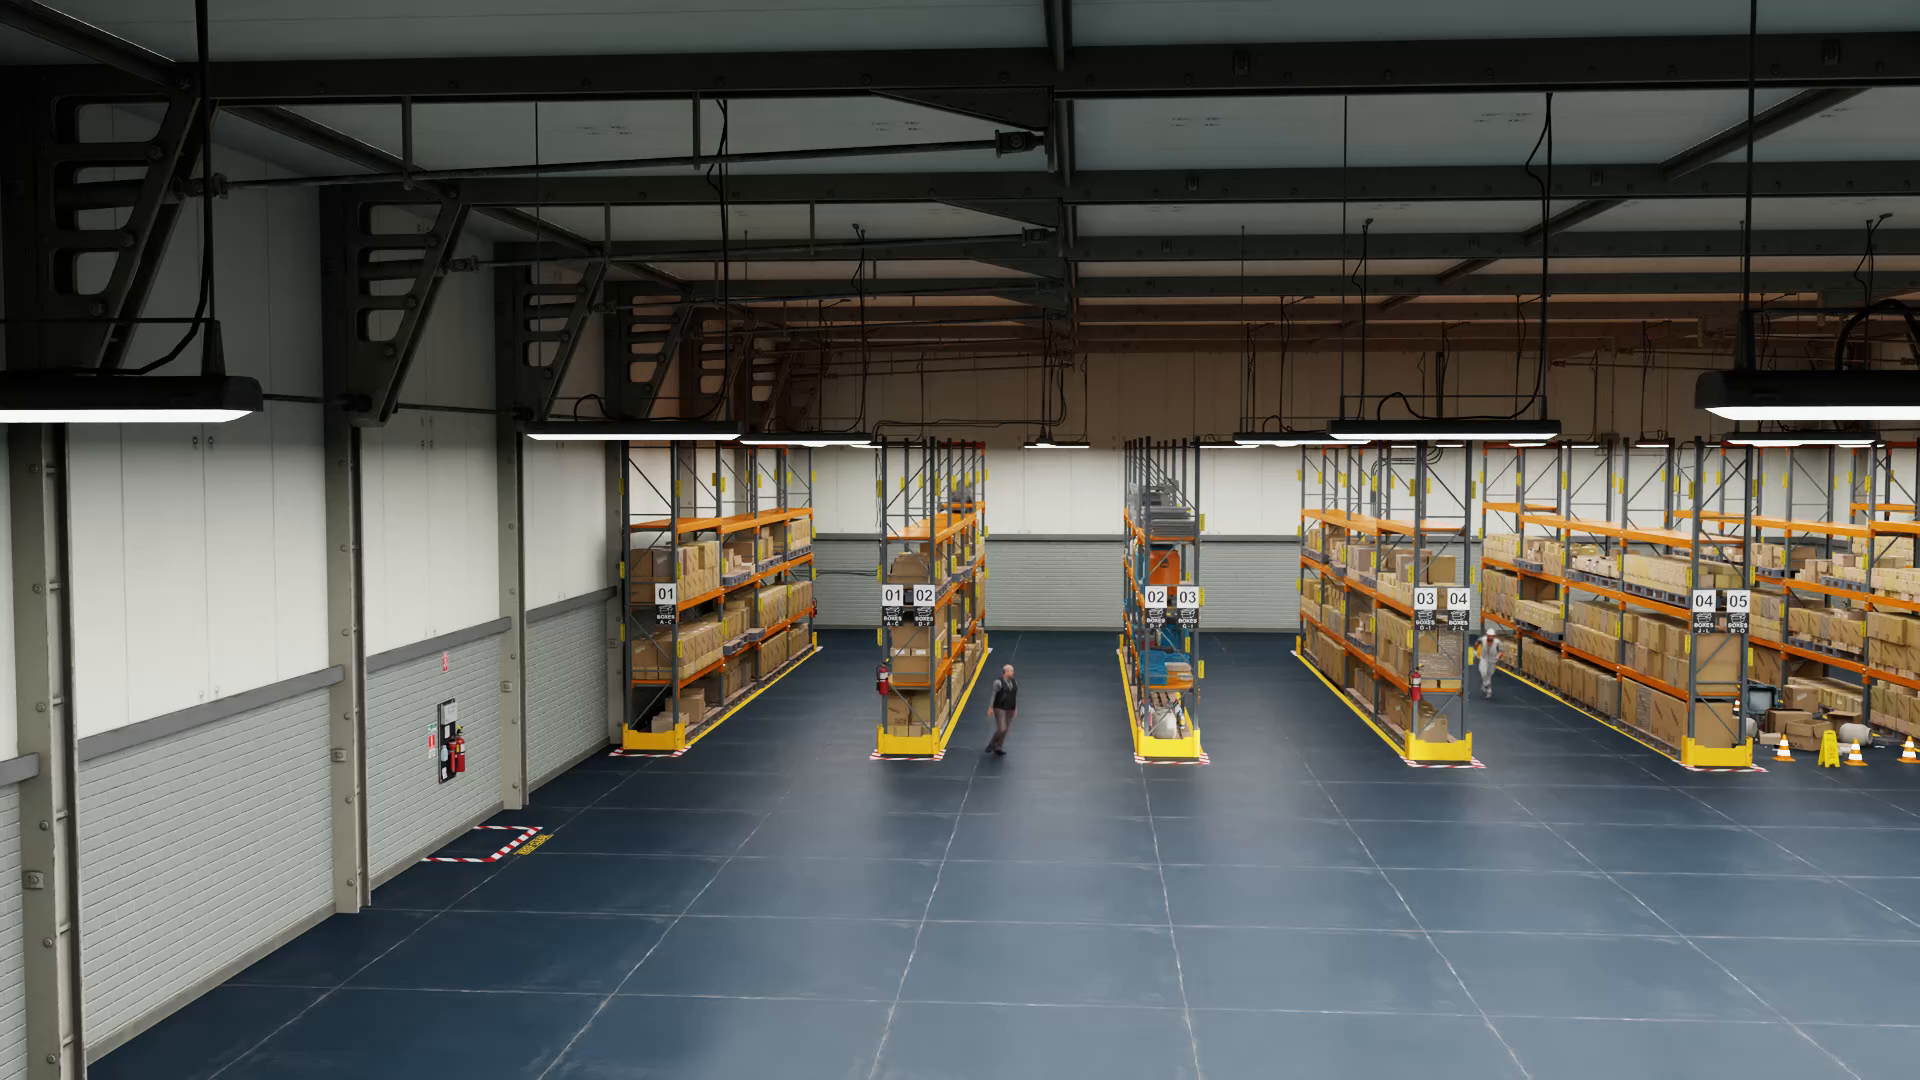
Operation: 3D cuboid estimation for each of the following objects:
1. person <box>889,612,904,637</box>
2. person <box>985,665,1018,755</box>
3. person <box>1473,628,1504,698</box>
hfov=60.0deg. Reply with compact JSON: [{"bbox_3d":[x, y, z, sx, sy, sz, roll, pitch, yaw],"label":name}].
[{"bbox_3d":[-1.556,2.547,45.171,0.628,1.633,0.756,-2,4,-34],"label":"person"},{"bbox_3d":[0.807,3.187,31.158,0.641,1.702,0.480,-3,4,-40],"label":"person"},{"bbox_3d":[12.290,2.824,38.690,0.685,1.607,1.098,1,3,14],"label":"person"}]
